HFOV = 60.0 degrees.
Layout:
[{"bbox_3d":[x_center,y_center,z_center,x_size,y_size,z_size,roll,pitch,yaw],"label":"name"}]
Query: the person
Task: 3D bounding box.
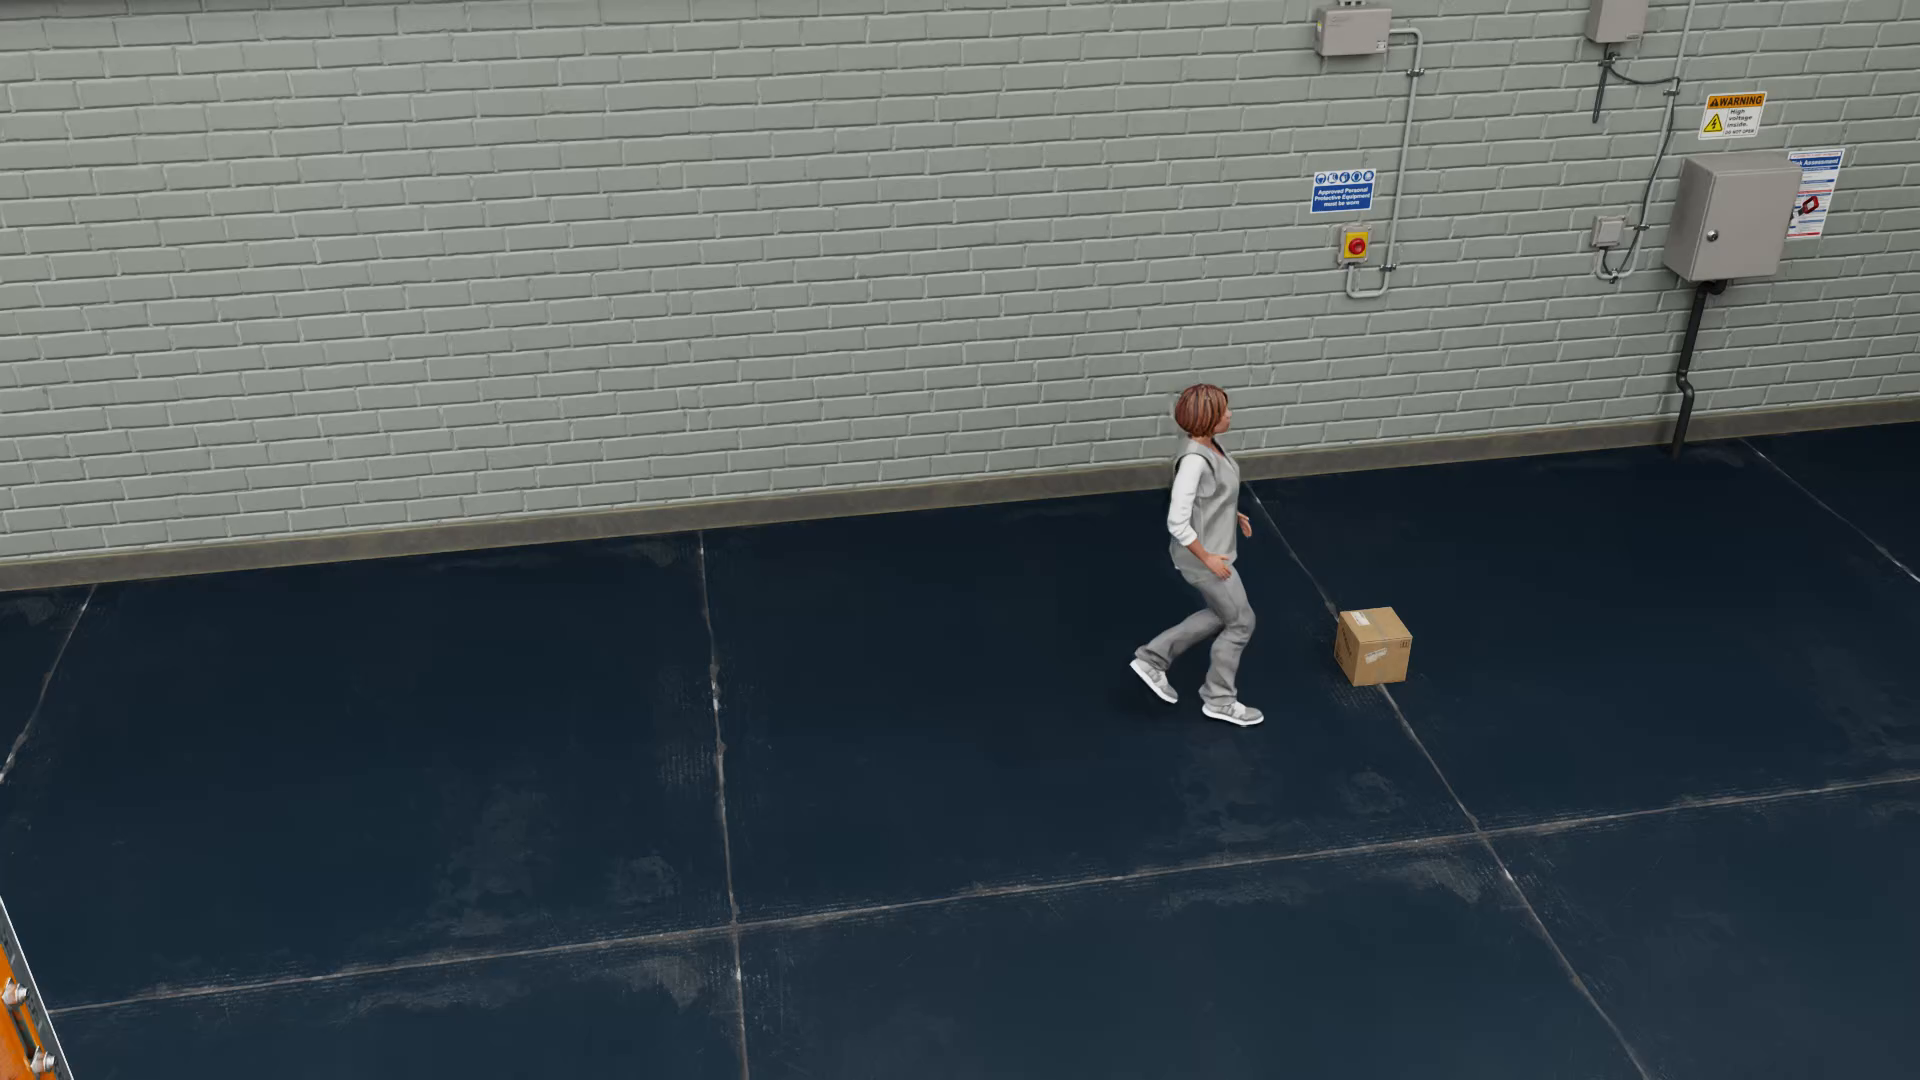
[{"bbox_3d":[1.050,0.057,7.088,0.598,1.561,0.592,2,31,3],"label":"person"}]
